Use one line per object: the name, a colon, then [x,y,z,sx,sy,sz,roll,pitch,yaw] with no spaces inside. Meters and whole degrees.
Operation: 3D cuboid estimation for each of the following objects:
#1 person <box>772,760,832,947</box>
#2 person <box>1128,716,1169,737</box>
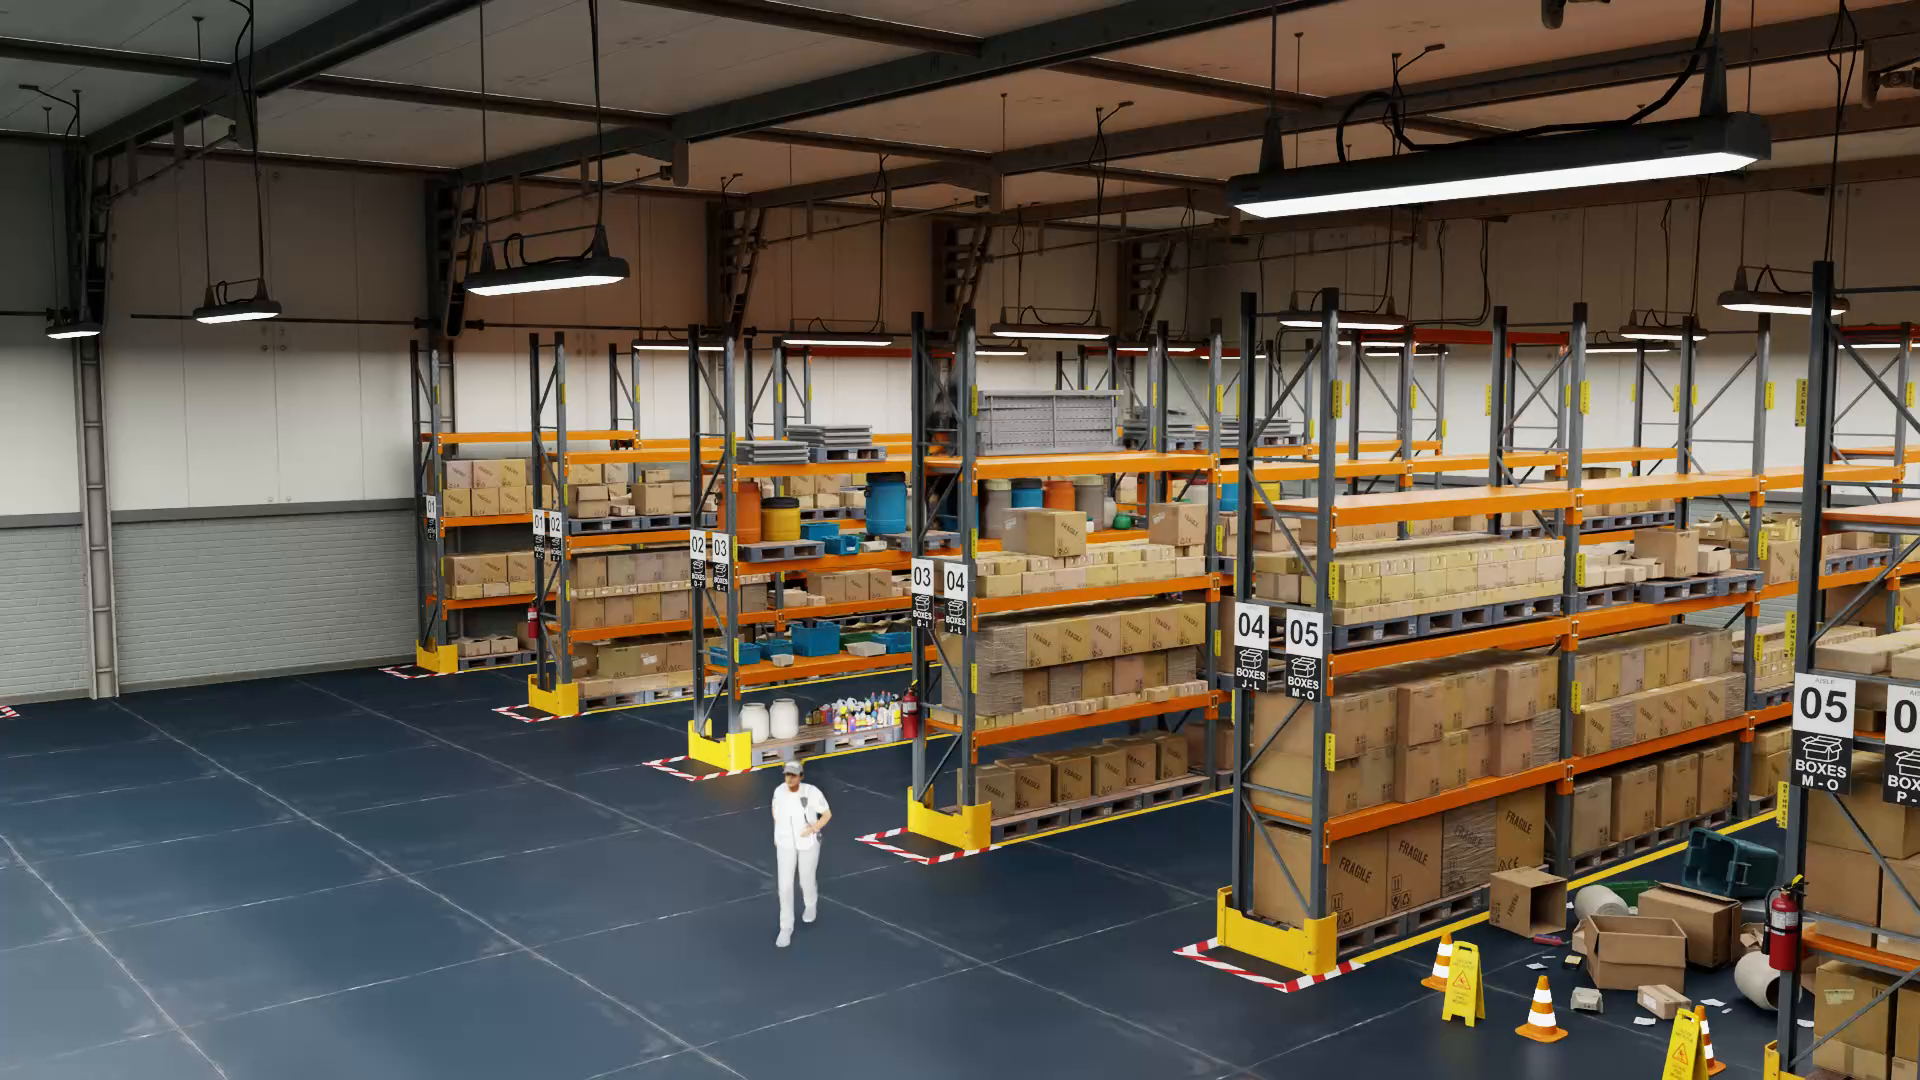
person: [-1.497,2.891,15.678,0.601,1.705,0.815,0,5,5]
person: [2.647,2.177,23.457,0.549,1.704,0.764,5,7,44]
